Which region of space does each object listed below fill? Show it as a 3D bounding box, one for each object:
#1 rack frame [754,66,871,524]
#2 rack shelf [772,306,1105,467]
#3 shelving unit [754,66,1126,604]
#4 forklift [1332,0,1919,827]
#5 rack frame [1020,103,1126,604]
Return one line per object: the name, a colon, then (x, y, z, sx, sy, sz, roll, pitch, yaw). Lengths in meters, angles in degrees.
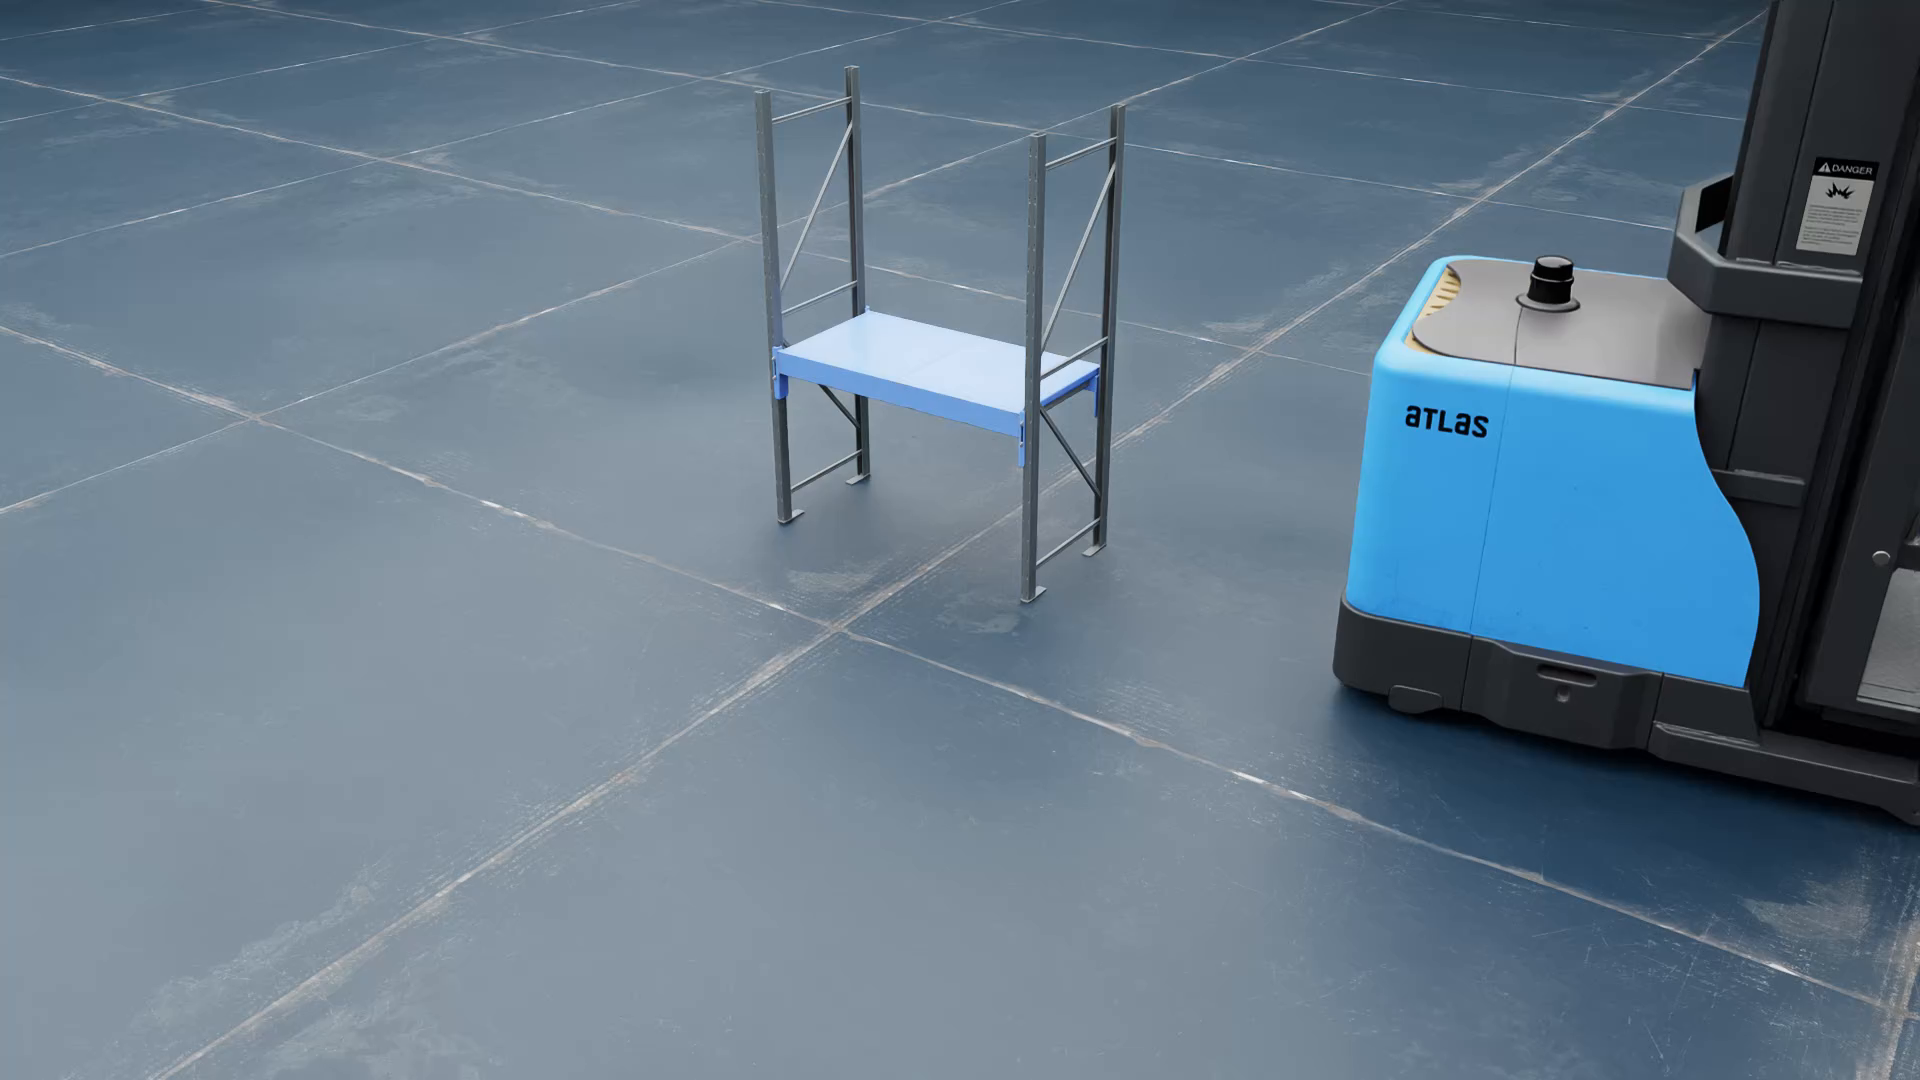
rack frame: (-0.489, -0.821, 5.709, 0.032, 1.500, 0.500, 17, 32, 30)
rack shelf: (-0.070, -0.530, 5.534, 1.000, 0.185, 0.538, 17, 32, 30)
shelving unit: (-0.070, -0.690, 5.453, 1.048, 1.500, 0.538, 17, 32, 30)
forklift: (2.649, -0.774, 4.040, 3.031, 2.935, 1.130, 11, 29, 21)
rack frame: (0.349, -0.560, 5.196, 0.032, 1.500, 0.500, 17, 32, 30)
